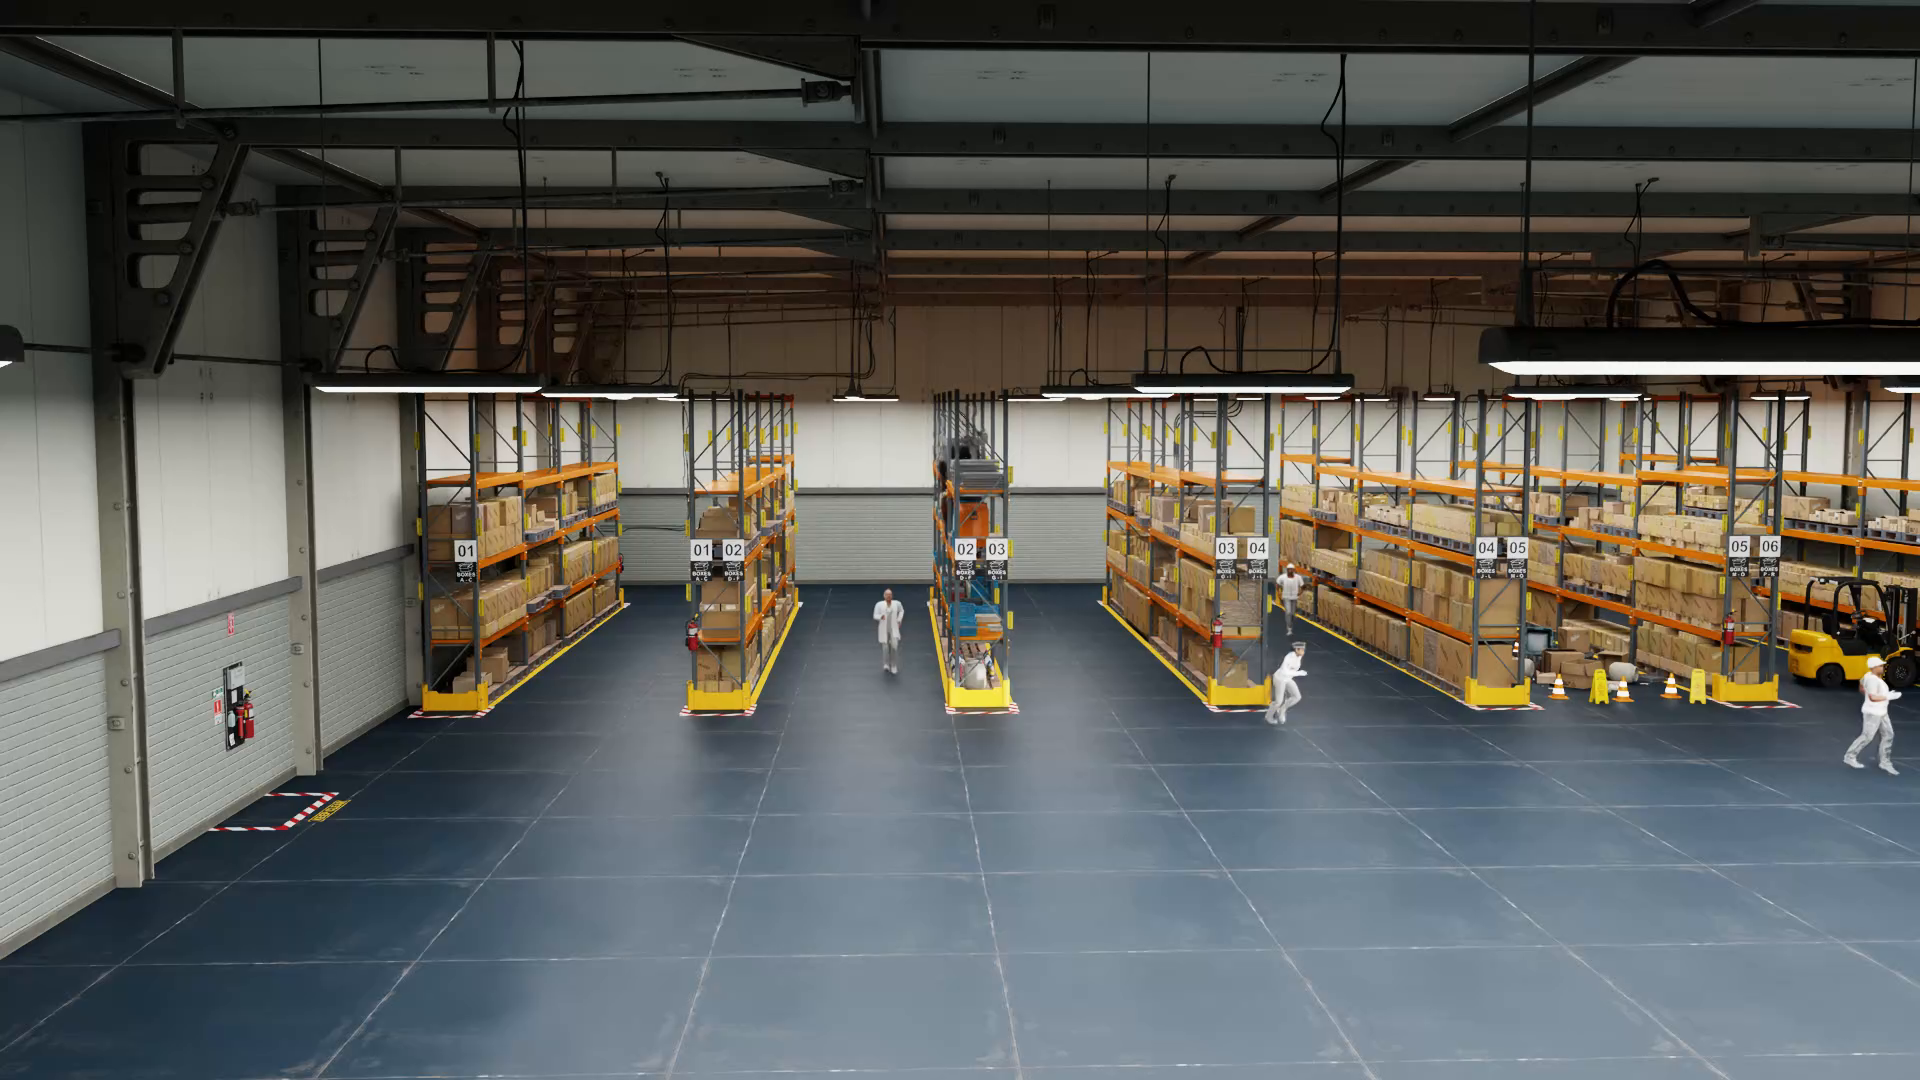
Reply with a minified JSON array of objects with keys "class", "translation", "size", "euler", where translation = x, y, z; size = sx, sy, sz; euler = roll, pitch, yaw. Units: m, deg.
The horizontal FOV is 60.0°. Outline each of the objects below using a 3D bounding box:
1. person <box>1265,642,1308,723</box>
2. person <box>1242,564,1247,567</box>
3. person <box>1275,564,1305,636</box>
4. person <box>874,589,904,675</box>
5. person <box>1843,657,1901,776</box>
[{"class":"person","translation":[5.855,2.538,29.686],"size":[0.878,1.517,0.639],"euler":[4,6,41]},{"class":"person","translation":[7.910,1.074,46.523],"size":[0.704,1.758,0.836],"euler":[1,5,14]},{"class":"person","translation":[8.246,1.465,41.500],"size":[0.708,1.771,0.913],"euler":[0,5,1]},{"class":"person","translation":[-1.514,1.957,35.443],"size":[0.654,1.823,0.854],"euler":[0,5,-4]},{"class":"person","translation":[14.165,2.719,25.794],"size":[0.773,1.835,0.664],"euler":[4,6,40]}]
